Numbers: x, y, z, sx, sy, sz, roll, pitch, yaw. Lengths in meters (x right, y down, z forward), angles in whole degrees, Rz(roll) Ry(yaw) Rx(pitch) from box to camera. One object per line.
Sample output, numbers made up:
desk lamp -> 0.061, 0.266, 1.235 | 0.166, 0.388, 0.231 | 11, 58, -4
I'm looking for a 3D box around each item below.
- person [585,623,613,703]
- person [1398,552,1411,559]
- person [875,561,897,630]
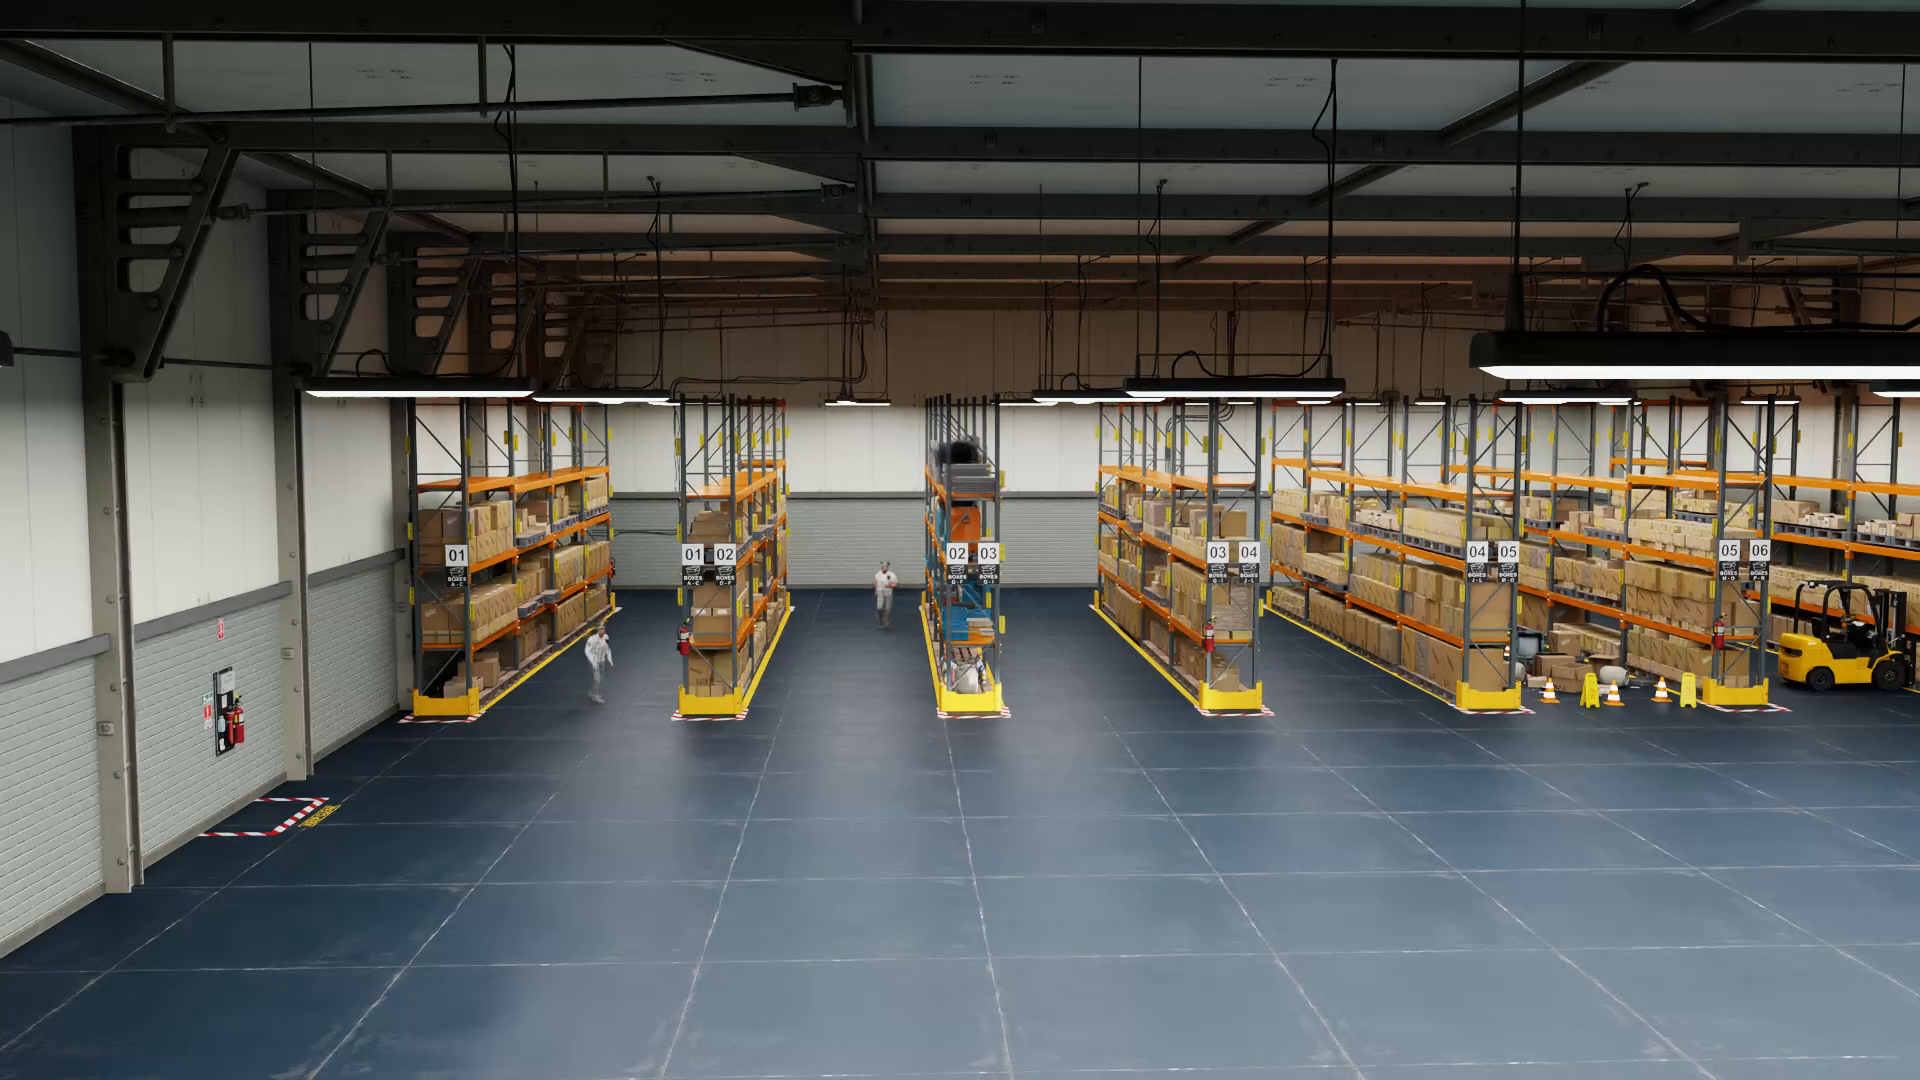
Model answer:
person -> -7.086, 2.380, 32.361 | 0.722, 1.627, 0.604 | 3, 6, 37
person -> 13.170, 0.938, 49.319 | 0.866, 1.848, 0.690 | -1, 5, -11
person -> -1.937, 1.442, 43.165 | 0.639, 1.815, 0.726 | 1, 5, 9
